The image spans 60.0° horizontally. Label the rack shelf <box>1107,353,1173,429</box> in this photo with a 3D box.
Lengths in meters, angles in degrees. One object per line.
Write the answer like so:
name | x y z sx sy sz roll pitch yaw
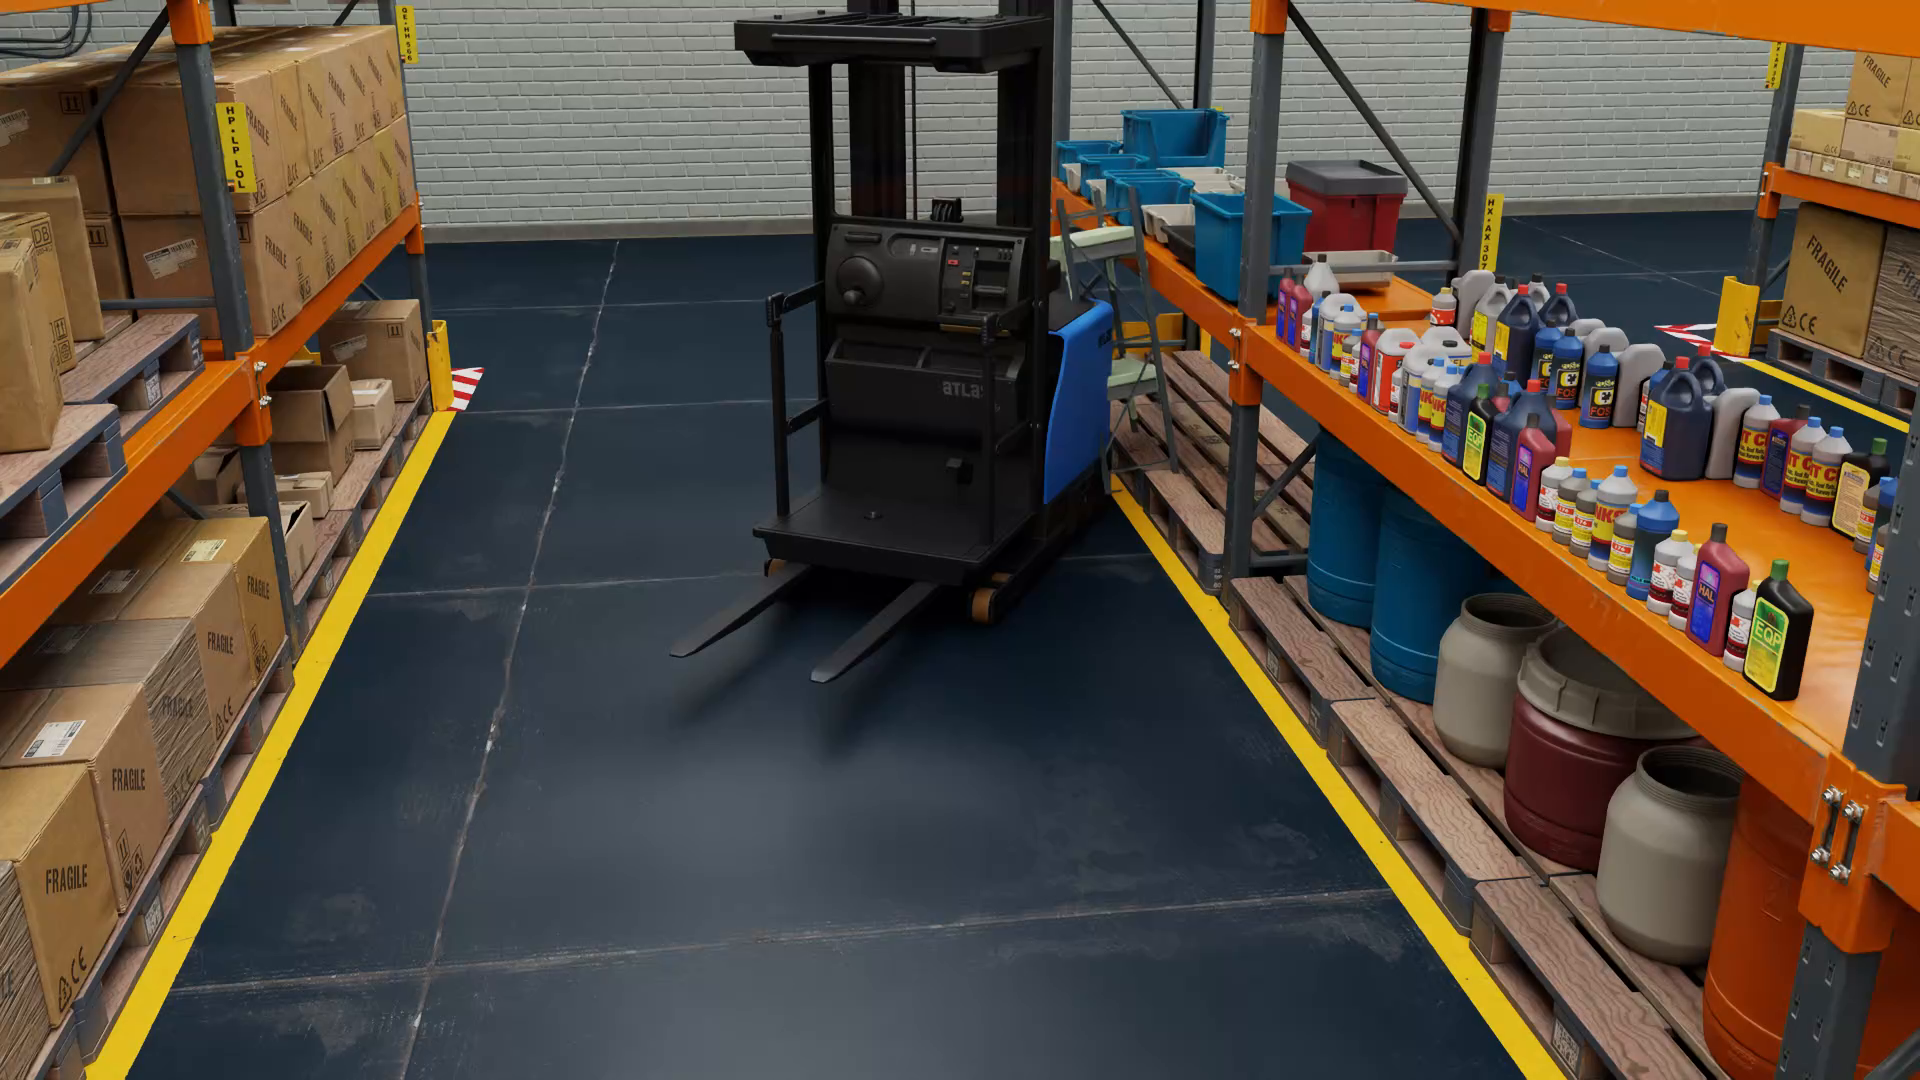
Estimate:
rack shelf | 0.805 -0.747 8.801 0.431 0.370 0.720 -12 12 -7

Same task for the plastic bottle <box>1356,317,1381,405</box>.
plastic bottle | 1.430 -0.619 5.754 0.061 0.283 0.133 -3 21 -8

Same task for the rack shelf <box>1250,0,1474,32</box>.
rack shelf | 1.383 -2.890 8.409 1.077 0.370 4.000 -3 21 -8

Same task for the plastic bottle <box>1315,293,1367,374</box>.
plastic bottle | 1.414 -0.766 6.156 0.152 0.276 0.135 -3 21 -8

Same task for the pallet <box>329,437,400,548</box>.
pallet | -3.508 -0.236 8.547 1.003 0.211 1.213 -3 21 -8

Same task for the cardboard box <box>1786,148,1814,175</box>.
cardboard box | 5.720 -2.507 11.001 0.380 0.149 0.250 -3 21 -7

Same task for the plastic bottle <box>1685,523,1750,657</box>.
plastic bottle | 1.734 0.111 3.798 0.061 0.283 0.133 -3 21 -8

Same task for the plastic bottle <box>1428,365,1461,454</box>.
plastic bottle | 1.531 -0.414 5.221 0.097 0.271 0.097 0 20 0

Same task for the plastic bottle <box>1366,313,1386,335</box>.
plastic bottle | 1.534 -0.743 6.203 0.097 0.201 0.097 0 20 0

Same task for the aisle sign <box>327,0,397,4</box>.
aisle sign | -3.514 -3.523 9.646 0.394 0.787 0.004 -3 21 -8

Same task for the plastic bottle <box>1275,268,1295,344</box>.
plastic bottle | 1.302 -0.927 6.577 0.061 0.283 0.133 -3 21 -8

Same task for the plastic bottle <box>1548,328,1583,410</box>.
plastic bottle | 2.072 -0.589 5.690 0.097 0.271 0.097 0 20 0

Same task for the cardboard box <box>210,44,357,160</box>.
cardboard box | -3.244 -2.109 8.004 0.500 0.500 0.500 -2 21 -6

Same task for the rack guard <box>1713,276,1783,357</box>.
rack guard | 5.992 -1.602 11.791 1.175 0.500 0.348 -3 21 -8

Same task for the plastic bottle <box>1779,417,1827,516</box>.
plastic bottle | 2.382 -0.212 4.681 0.097 0.271 0.097 0 20 0

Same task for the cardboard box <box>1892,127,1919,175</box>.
cardboard box | 5.948 -2.300 9.876 0.500 0.250 0.500 -4 21 -10

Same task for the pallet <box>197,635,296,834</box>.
pallet | -3.076 0.705 6.028 1.003 0.211 1.213 -3 21 -8

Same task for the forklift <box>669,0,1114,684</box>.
forklift | -0.239 -1.169 7.158 1.130 2.935 3.031 8 22 21

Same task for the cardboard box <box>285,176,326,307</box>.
cardboard box | -3.112 -1.295 7.255 0.500 0.500 0.500 -3 21 -7

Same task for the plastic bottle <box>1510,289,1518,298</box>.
plastic bottle | 2.100 -0.825 6.315 0.152 0.276 0.135 -3 21 -8

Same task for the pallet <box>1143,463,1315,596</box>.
pallet | 1.527 -0.076 8.118 1.003 0.211 1.213 -3 21 -8

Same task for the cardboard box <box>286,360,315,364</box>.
cardboard box | -4.087 -0.974 9.984 0.380 0.149 0.250 -3 21 -8

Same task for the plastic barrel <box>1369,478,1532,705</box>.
plastic barrel | 1.835 0.091 6.085 0.600 0.901 0.708 -3 21 -8

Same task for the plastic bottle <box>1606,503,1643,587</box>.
plastic bottle | 1.693 0.008 4.192 0.097 0.201 0.097 0 20 0

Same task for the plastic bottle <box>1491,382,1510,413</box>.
plastic bottle | 1.617 -0.318 4.947 0.061 0.283 0.133 -3 21 -8

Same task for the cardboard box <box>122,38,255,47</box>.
cardboard box | -3.855 -2.260 8.409 0.500 0.500 0.500 -3 21 -7

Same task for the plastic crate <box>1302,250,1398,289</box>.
plastic crate | 1.745 -1.203 7.440 0.396 0.136 0.243 -3 21 -8

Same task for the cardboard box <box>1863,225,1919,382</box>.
cardboard box | 6.298 -1.433 10.203 0.875 0.875 0.875 -3 21 -8

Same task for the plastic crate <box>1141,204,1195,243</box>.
plastic crate | 1.123 -1.622 8.563 0.293 0.136 0.466 -3 21 -8

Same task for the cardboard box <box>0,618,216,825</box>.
cardboard box | -2.741 0.585 5.306 0.500 0.500 0.500 -3 21 -7

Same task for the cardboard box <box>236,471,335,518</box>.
cardboard box | -3.212 -0.215 7.926 0.380 0.166 0.250 -3 21 -8

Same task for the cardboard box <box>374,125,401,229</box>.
cardboard box | -3.395 -1.992 9.120 0.500 0.500 0.500 -3 21 -7

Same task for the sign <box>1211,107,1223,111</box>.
sign | 1.637 -2.625 10.723 0.100 0.325 0.005 -3 21 -8

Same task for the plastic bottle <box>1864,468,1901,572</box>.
plastic bottle | 2.389 -0.049 4.245 0.097 0.271 0.097 0 20 0

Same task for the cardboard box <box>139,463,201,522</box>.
cardboard box | -3.594 -0.099 7.139 0.500 0.500 0.500 -3 21 -8

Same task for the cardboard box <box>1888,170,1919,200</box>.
cardboard box | 5.870 -2.152 10.049 0.380 0.149 0.250 -3 21 -9

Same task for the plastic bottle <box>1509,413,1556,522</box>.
plastic bottle | 1.603 -0.204 4.643 0.061 0.283 0.133 -3 21 -8

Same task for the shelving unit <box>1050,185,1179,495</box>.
shelving unit | 0.747 -1.061 8.736 0.431 1.500 0.755 -12 12 -7

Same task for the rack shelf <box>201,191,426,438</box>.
rack shelf | -3.519 -1.237 8.268 1.077 0.370 4.000 -3 21 -8

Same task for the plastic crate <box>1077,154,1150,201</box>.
plastic crate | 0.899 -2.134 9.797 0.416 0.233 0.300 -3 21 -8

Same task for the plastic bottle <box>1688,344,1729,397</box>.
plastic bottle | 2.286 -0.424 5.134 0.144 0.351 0.185 -3 21 -8

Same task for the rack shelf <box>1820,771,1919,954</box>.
rack shelf | 2.536 1.285 1.518 1.077 0.370 4.000 -3 21 -8

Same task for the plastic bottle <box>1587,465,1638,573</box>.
plastic bottle | 1.679 -0.059 4.270 0.097 0.271 0.097 0 20 0

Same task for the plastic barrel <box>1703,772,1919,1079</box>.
plastic barrel | 2.160 0.907 4.003 0.600 0.830 0.708 -3 21 -8

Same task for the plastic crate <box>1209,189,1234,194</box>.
plastic crate | 1.544 -1.848 9.169 0.298 0.136 0.250 -3 21 -8

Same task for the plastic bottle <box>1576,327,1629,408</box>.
plastic bottle | 2.193 -0.604 5.723 0.152 0.276 0.135 -3 21 -8

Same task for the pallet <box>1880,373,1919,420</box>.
pallet | 6.361 -0.764 9.960 1.003 0.211 1.213 -3 21 -8

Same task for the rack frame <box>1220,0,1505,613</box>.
rack frame | 1.671 -1.130 6.954 1.000 3.000 0.127 -3 21 -8

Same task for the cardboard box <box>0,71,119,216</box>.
cardboard box | -3.560 -1.559 6.530 0.500 0.500 0.500 -3 21 -7
